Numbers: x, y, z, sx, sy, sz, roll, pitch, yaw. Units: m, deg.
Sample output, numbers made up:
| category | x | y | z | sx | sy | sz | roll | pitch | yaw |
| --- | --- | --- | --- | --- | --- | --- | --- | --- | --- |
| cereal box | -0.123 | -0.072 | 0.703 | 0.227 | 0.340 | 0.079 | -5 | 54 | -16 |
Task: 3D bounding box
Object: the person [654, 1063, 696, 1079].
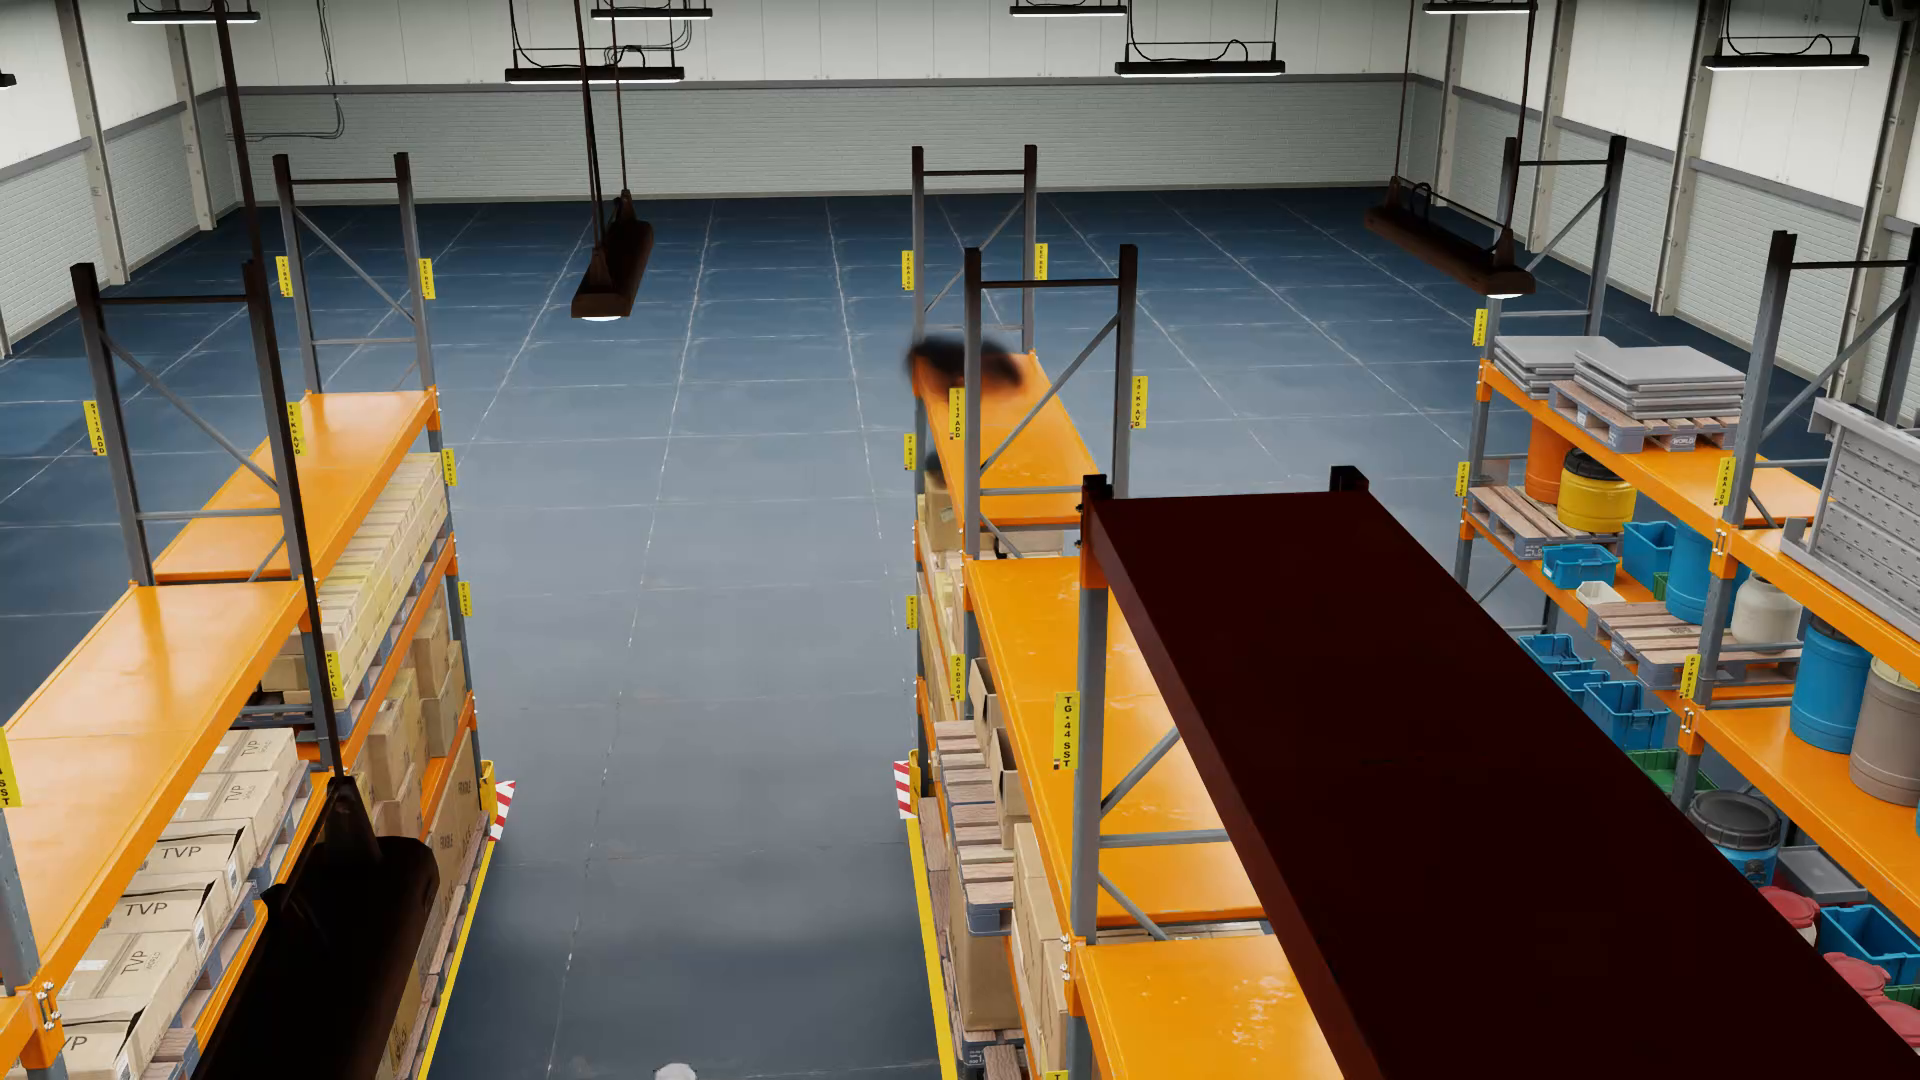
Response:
| category | x | y | z | sx | sy | sz | roll | pitch | yaw |
| --- | --- | --- | --- | --- | --- | --- | --- | --- | --- |
| person | -1.534 | 3.964 | 9.415 | 0.702 | 1.726 | 1.024 | -7 | 23 | -17 |
